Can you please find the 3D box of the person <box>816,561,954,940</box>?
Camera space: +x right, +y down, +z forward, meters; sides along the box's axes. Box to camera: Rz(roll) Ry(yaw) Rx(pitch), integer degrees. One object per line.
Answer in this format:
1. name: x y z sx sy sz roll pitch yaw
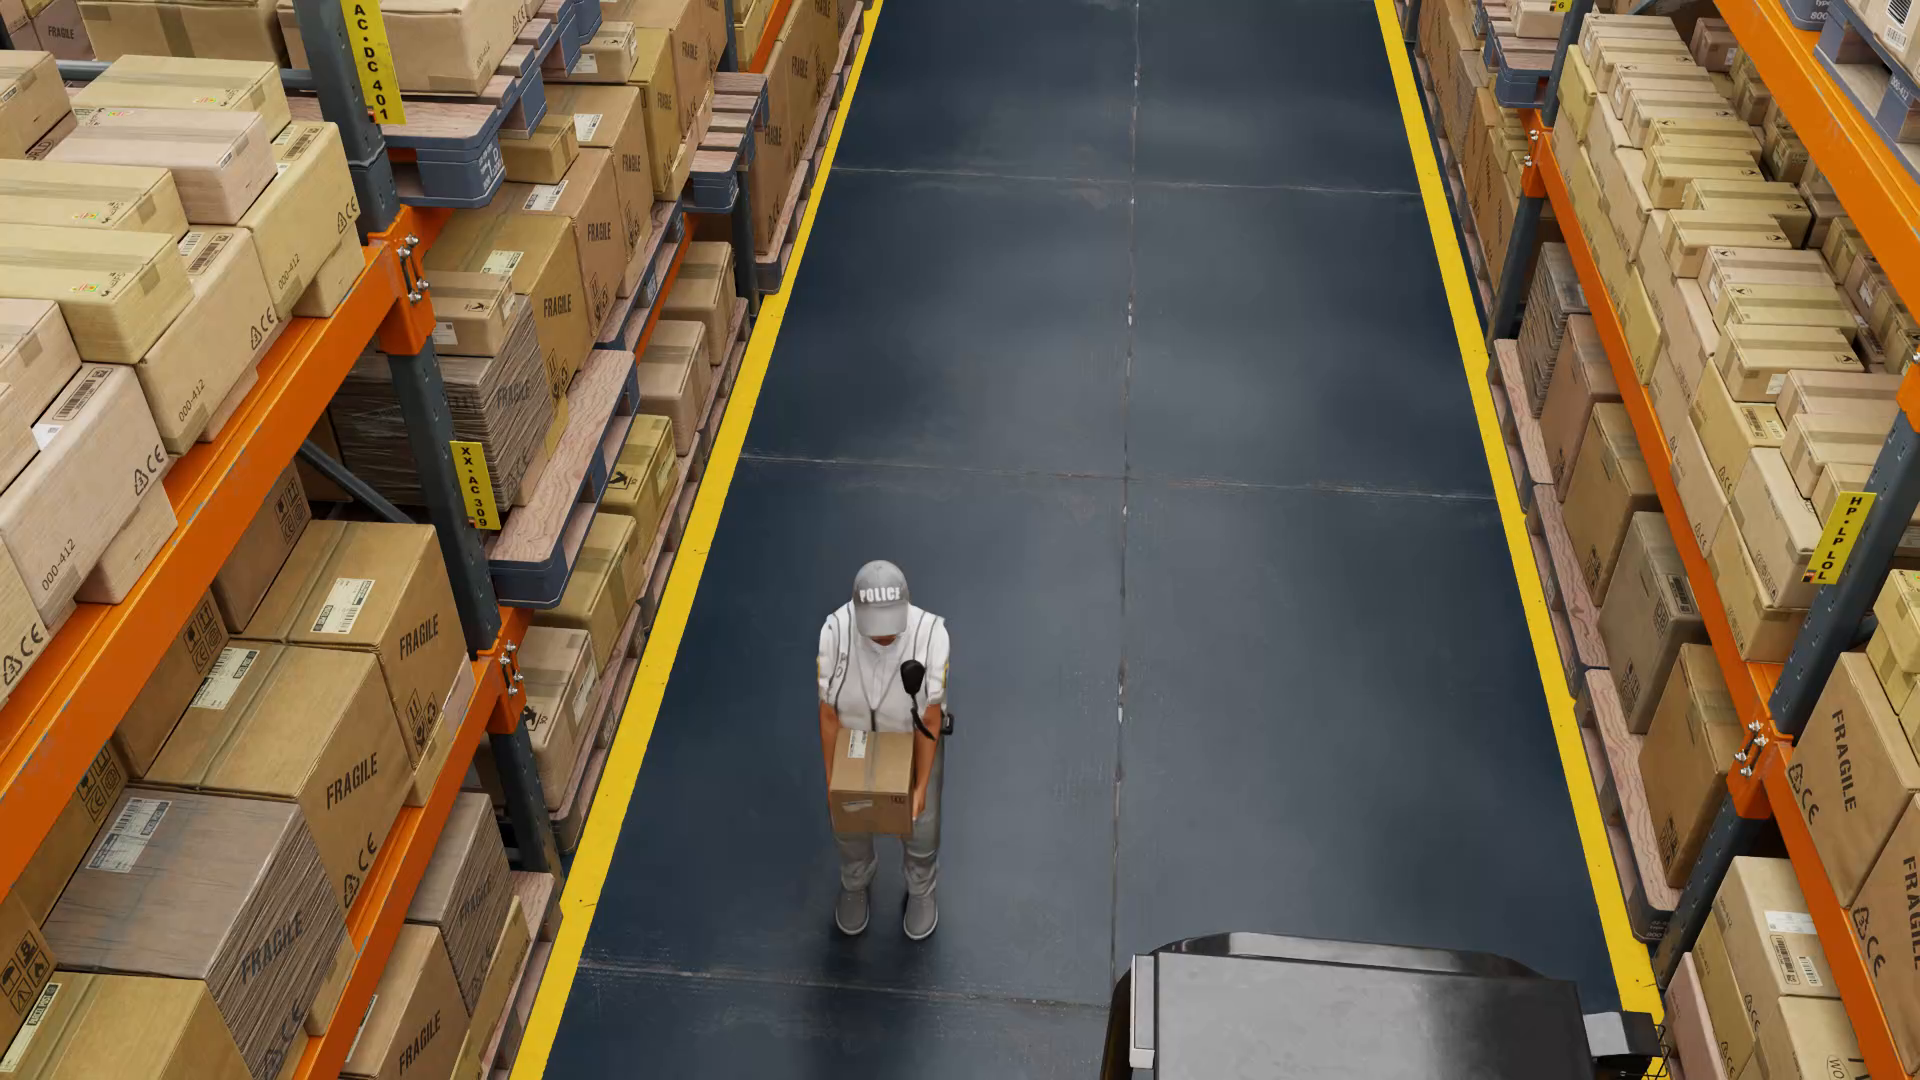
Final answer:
1. person: -0.254 0.718 5.615 0.452 1.657 0.564 3 40 3
